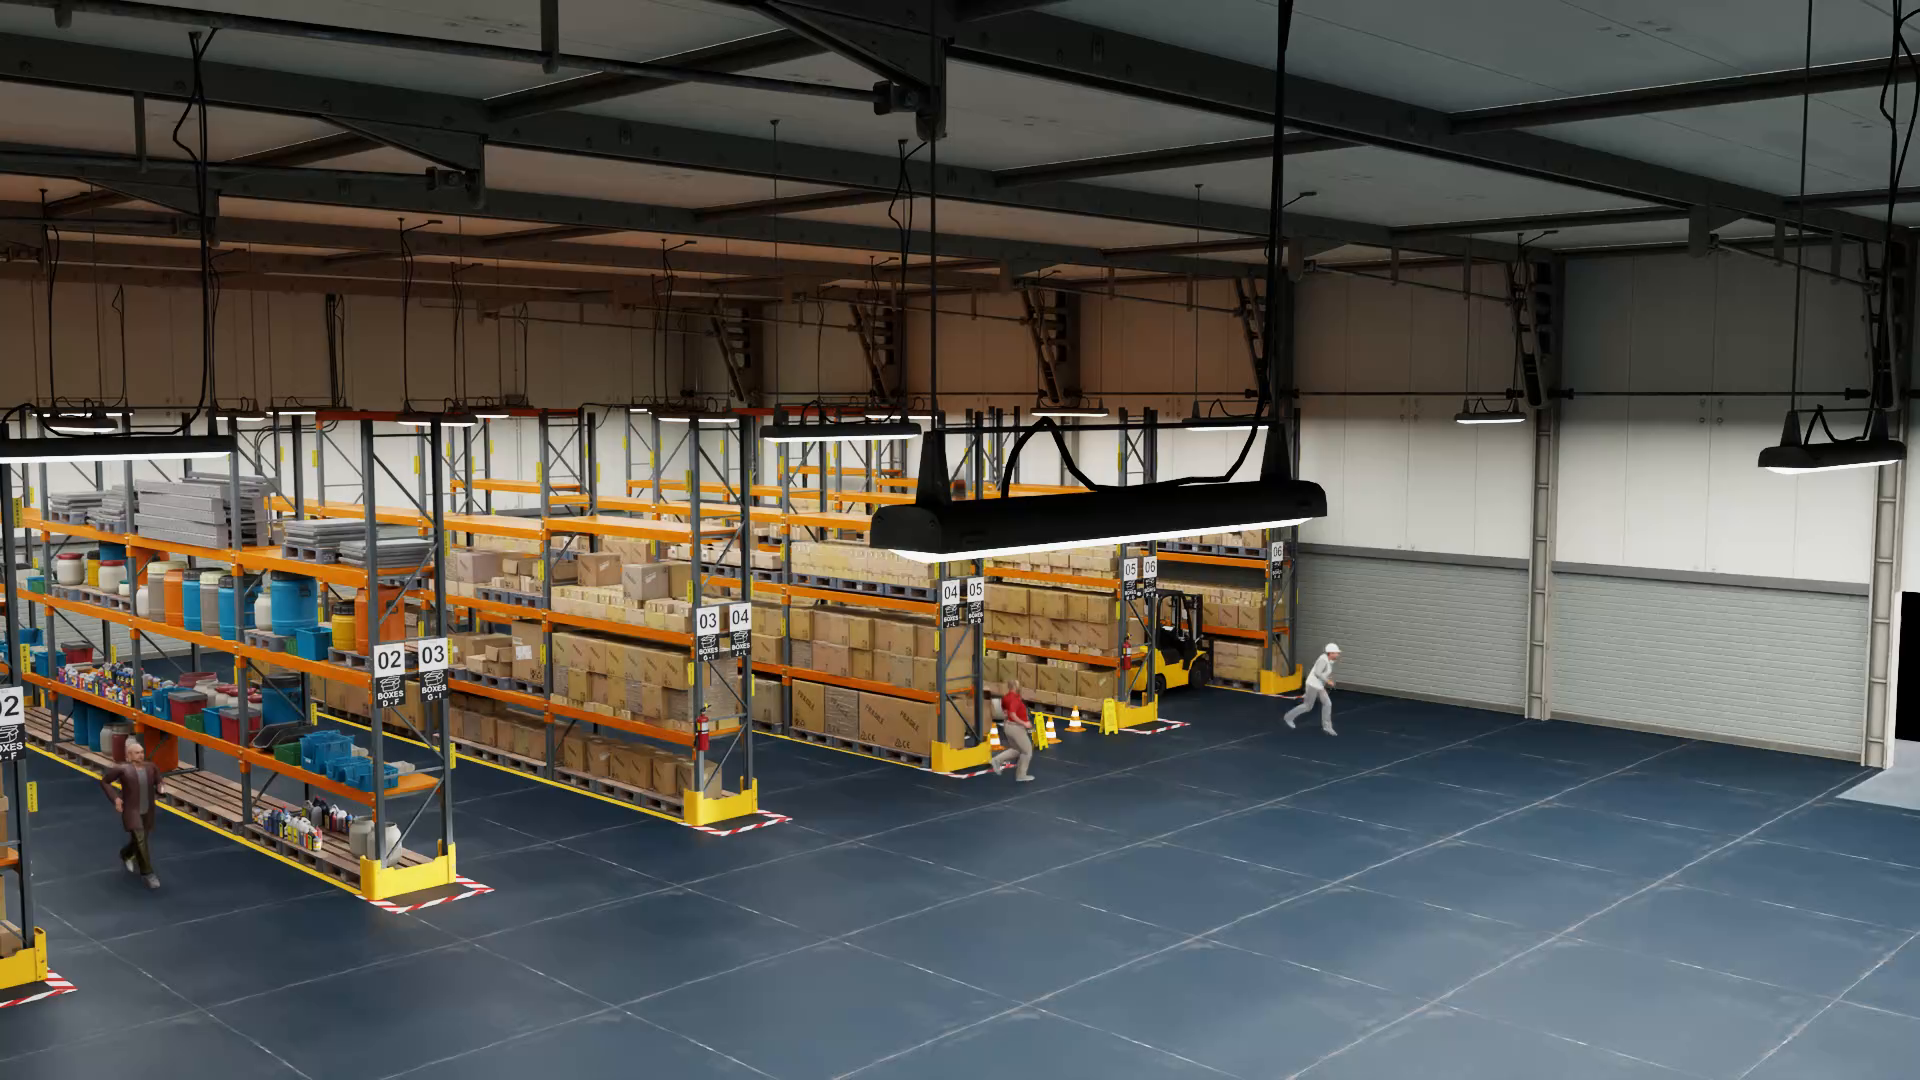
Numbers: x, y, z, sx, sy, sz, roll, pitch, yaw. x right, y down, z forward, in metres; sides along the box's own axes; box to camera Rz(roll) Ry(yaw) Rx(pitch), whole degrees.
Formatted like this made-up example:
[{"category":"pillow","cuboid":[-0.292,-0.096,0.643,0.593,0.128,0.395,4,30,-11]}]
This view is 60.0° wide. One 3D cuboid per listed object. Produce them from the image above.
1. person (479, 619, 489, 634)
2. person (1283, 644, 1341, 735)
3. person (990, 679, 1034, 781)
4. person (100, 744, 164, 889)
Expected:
[{"category":"person","cuboid":[-11.604,1.886,40.408,0.929,1.699,0.566,-2,6,-25]},{"category":"person","cuboid":[6.557,2.765,30.955,1.046,1.732,0.697,2,5,17]},{"category":"person","cuboid":[0.879,3.096,27.064,0.700,1.677,0.668,-2,5,-17]},{"category":"person","cuboid":[-10.638,3.525,21.510,1.047,1.802,0.705,3,6,33]}]
